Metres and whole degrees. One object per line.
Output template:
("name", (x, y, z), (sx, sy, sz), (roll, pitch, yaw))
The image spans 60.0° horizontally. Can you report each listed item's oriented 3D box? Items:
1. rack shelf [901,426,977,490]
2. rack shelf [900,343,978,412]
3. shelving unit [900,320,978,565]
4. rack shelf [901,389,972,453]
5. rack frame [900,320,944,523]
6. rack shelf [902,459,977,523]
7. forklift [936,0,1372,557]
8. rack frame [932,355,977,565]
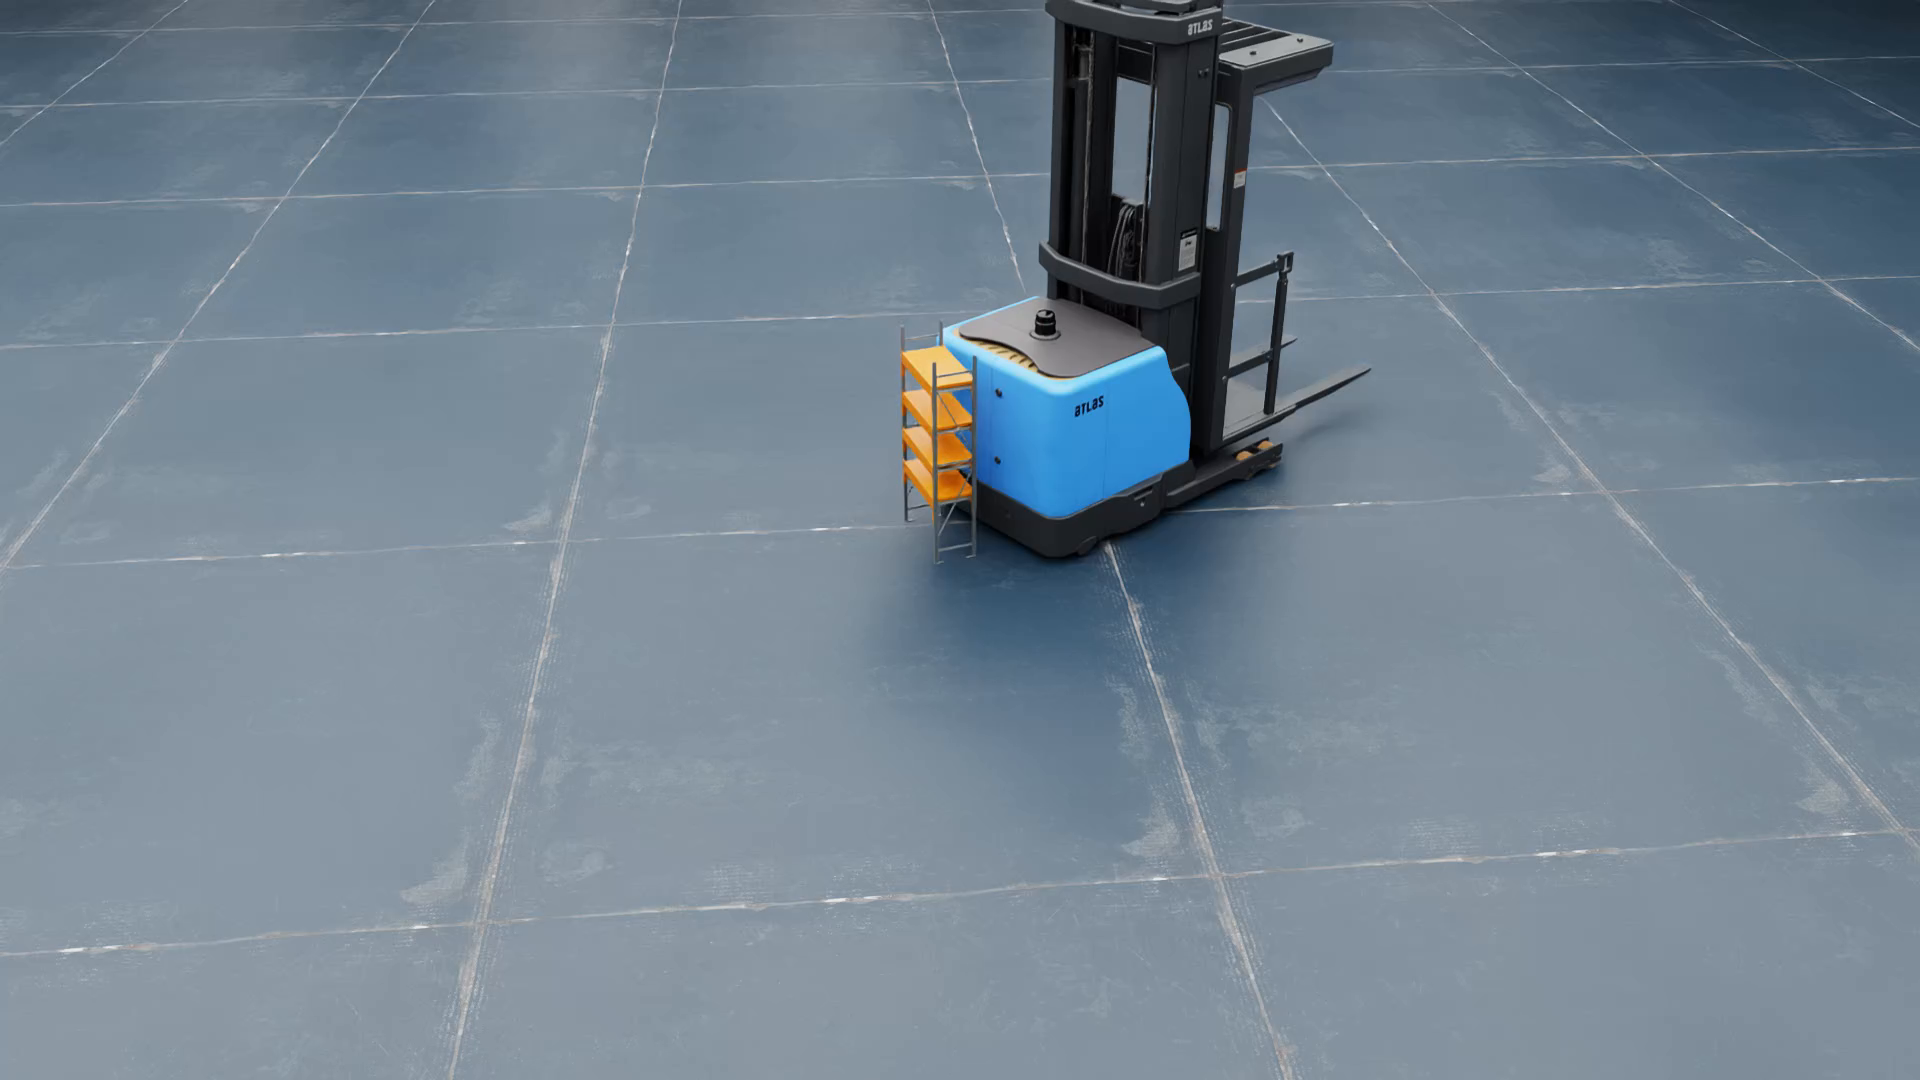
("rack shelf", (-0.115, -0.463, 8.986), (0.258, 0.148, 0.480), (-11, 33, -18))
("rack shelf", (-0.115, -0.858, 8.750), (0.258, 0.148, 0.480), (-11, 33, -18))
("shelving unit", (-0.115, -0.521, 8.952), (0.258, 1.200, 0.503), (-11, 33, -18))
("rack shelf", (-0.115, -0.655, 8.871), (0.258, 0.148, 0.480), (-11, 33, -18))
("rack frame", (-0.203, -0.637, 9.147), (0.240, 1.200, 0.015), (-11, 33, -18))
("rack shelf", (-0.115, -0.292, 9.088), (0.258, 0.148, 0.480), (-11, 33, -18))
("forklift", (1.293, -1.796, 9.398), (3.031, 2.935, 1.130), (-24, 39, -35))
("rack frame", (-0.027, -0.404, 8.756), (0.240, 1.200, 0.015), (-11, 33, -18))
